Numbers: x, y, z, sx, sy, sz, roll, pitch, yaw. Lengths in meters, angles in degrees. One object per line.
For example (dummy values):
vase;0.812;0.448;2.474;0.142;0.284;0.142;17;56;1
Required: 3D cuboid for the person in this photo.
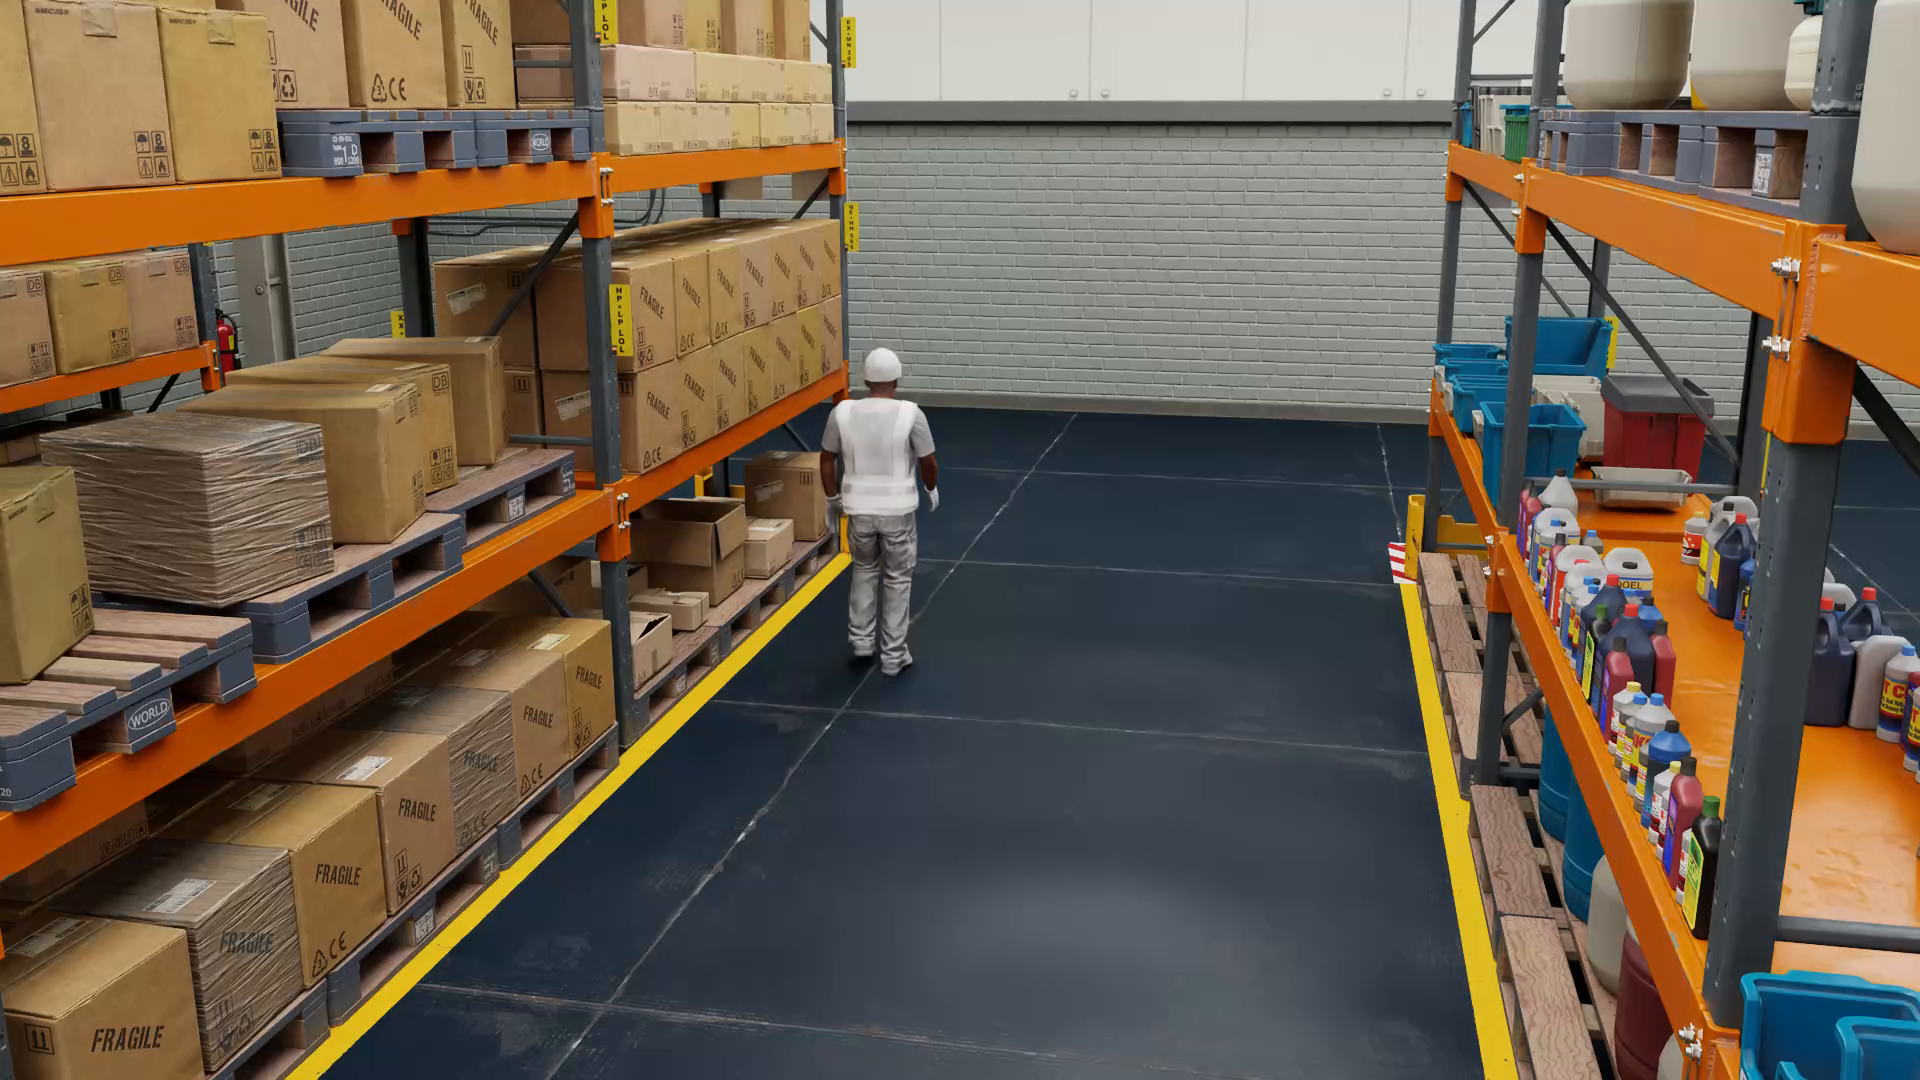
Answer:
person;-0.428;-0.177;9.177;0.646;1.771;0.509;4;15;13
